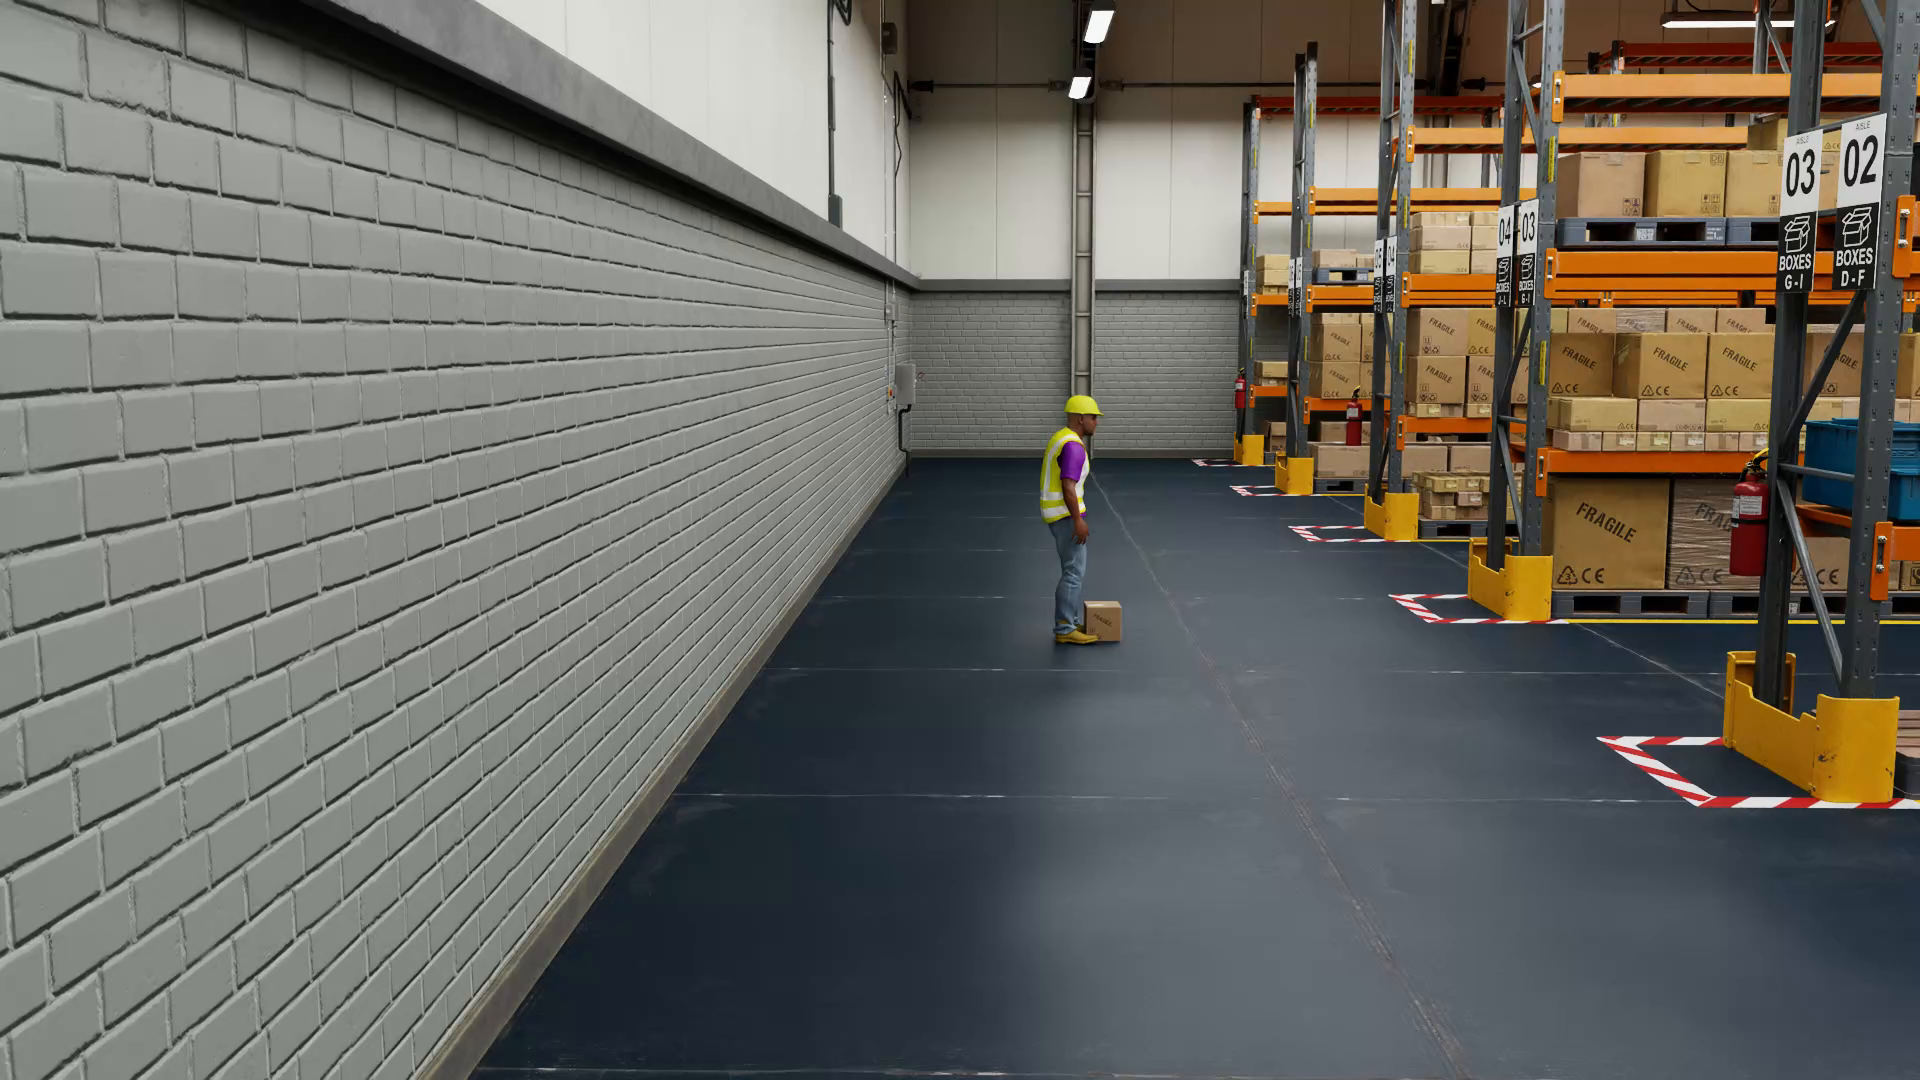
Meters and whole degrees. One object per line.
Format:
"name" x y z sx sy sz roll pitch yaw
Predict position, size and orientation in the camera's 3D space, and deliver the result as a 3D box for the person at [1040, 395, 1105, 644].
"person" 0.809 -0.160 11.964 0.460 1.761 0.637 0 7 0
